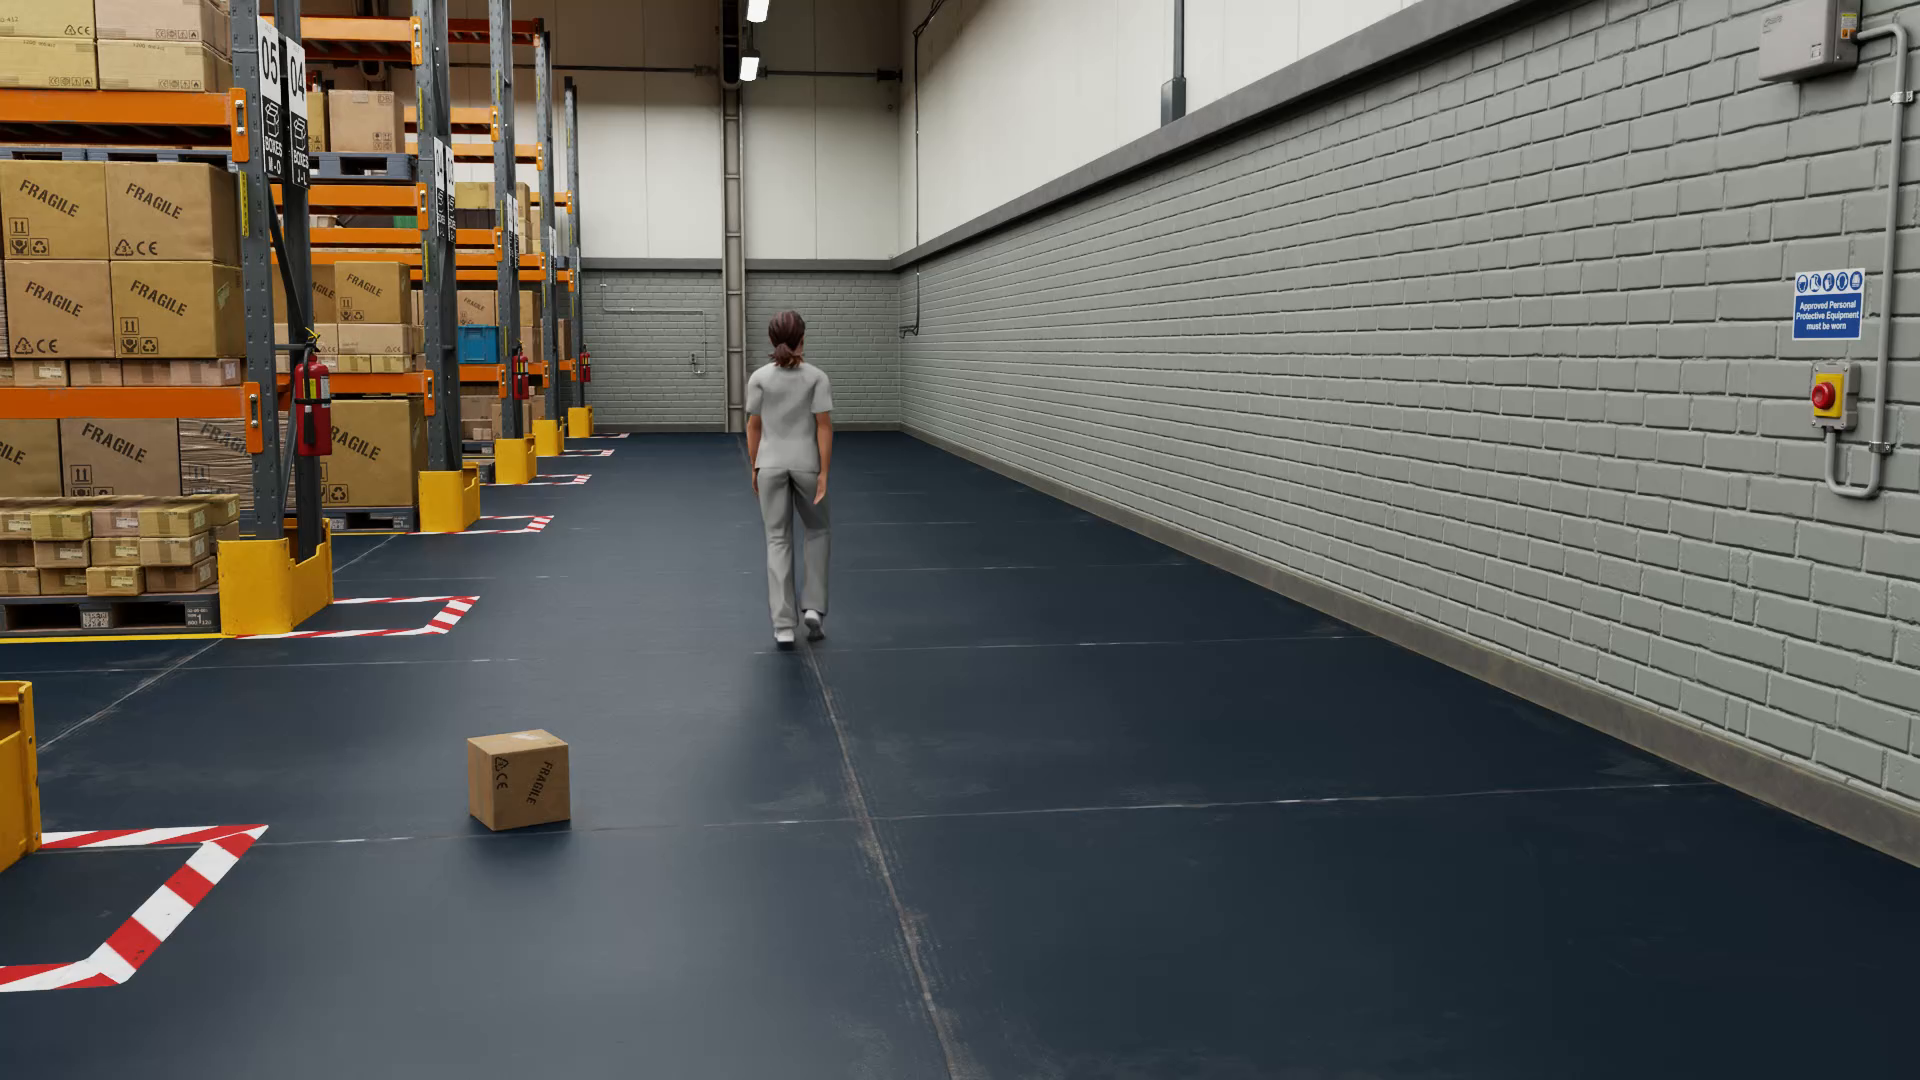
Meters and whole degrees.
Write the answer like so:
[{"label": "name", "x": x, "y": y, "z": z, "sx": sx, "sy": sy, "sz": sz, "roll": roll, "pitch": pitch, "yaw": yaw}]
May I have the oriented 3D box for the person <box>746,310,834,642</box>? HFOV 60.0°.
[{"label": "person", "x": -0.859, "y": -0.296, "z": 8.460, "sx": 0.445, "sy": 1.727, "sz": 0.514, "roll": 0, "pitch": 7, "yaw": -4}]
